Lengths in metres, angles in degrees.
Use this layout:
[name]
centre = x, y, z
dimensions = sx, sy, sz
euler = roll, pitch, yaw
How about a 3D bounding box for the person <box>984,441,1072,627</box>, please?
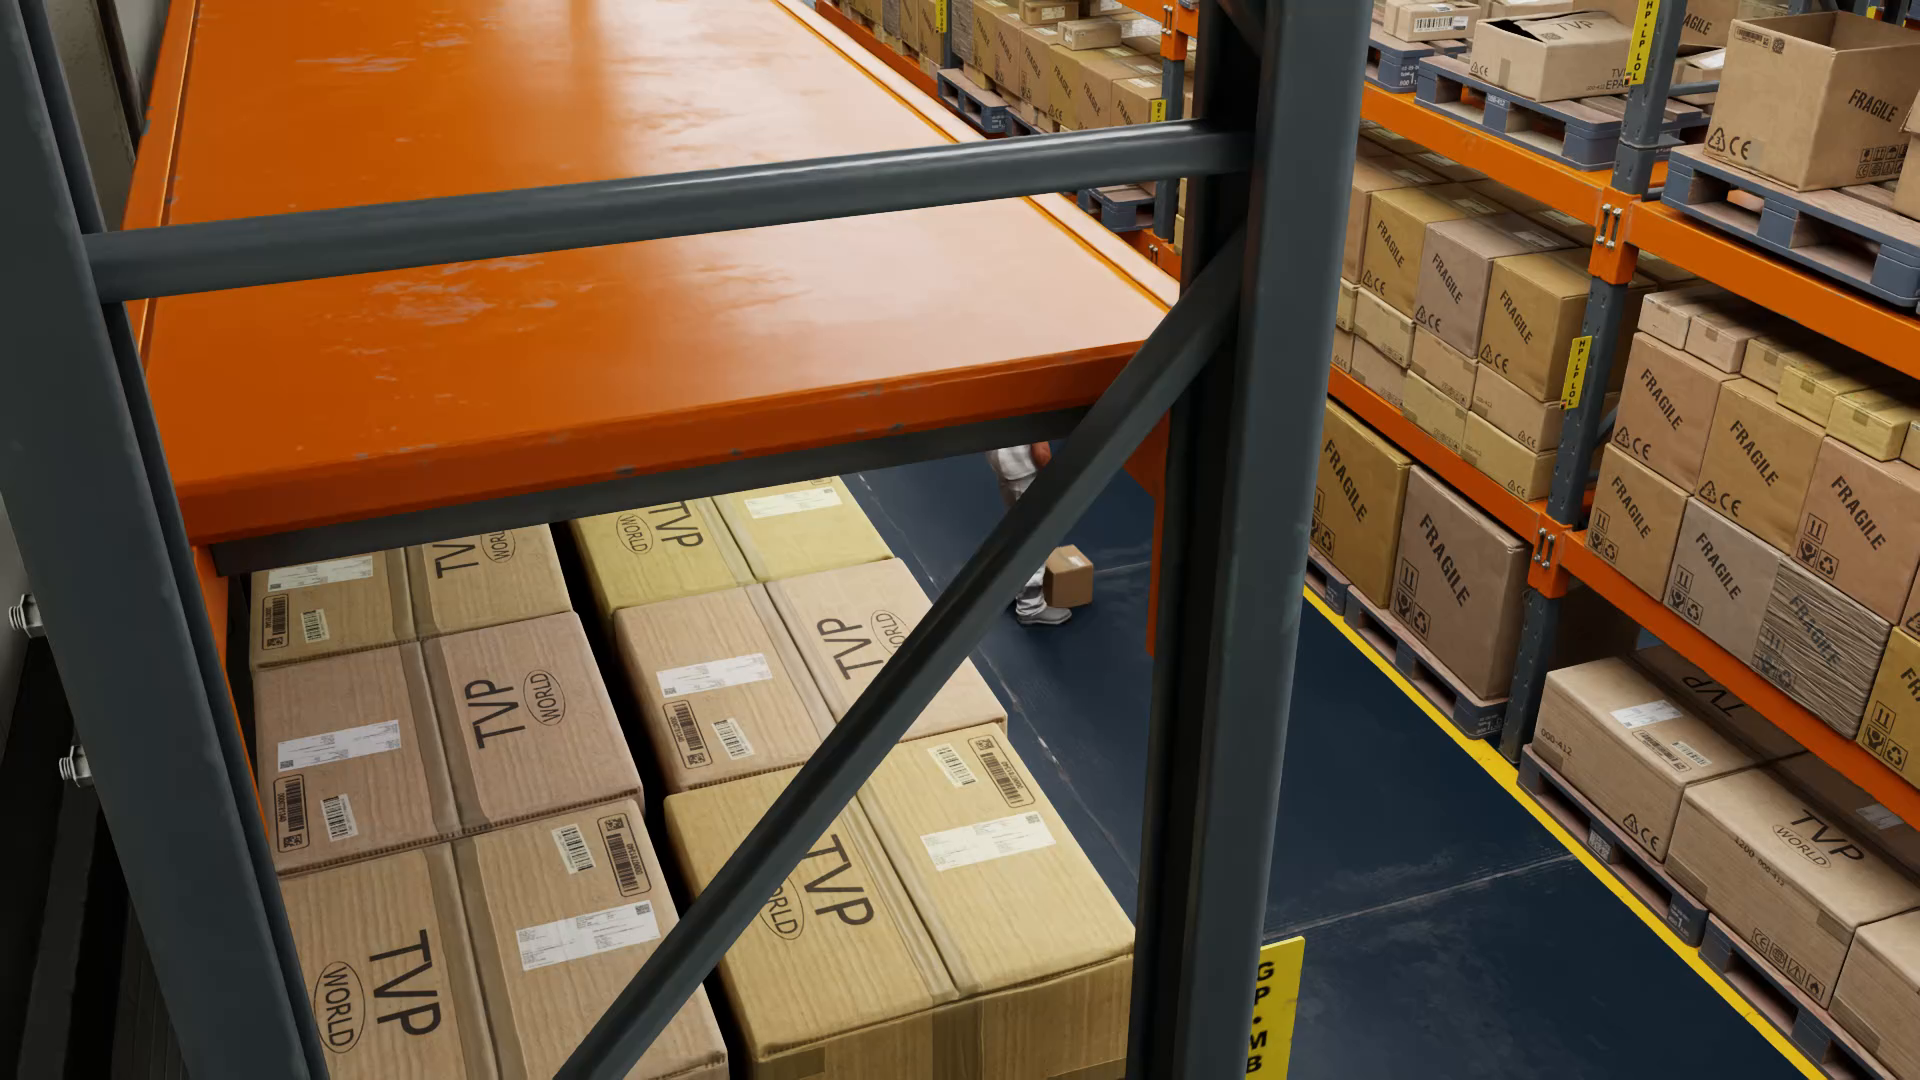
[person]
centre = 0.362, -0.410, 8.835
dimensions = 0.447, 1.778, 0.592
euler = -12, 32, -19
